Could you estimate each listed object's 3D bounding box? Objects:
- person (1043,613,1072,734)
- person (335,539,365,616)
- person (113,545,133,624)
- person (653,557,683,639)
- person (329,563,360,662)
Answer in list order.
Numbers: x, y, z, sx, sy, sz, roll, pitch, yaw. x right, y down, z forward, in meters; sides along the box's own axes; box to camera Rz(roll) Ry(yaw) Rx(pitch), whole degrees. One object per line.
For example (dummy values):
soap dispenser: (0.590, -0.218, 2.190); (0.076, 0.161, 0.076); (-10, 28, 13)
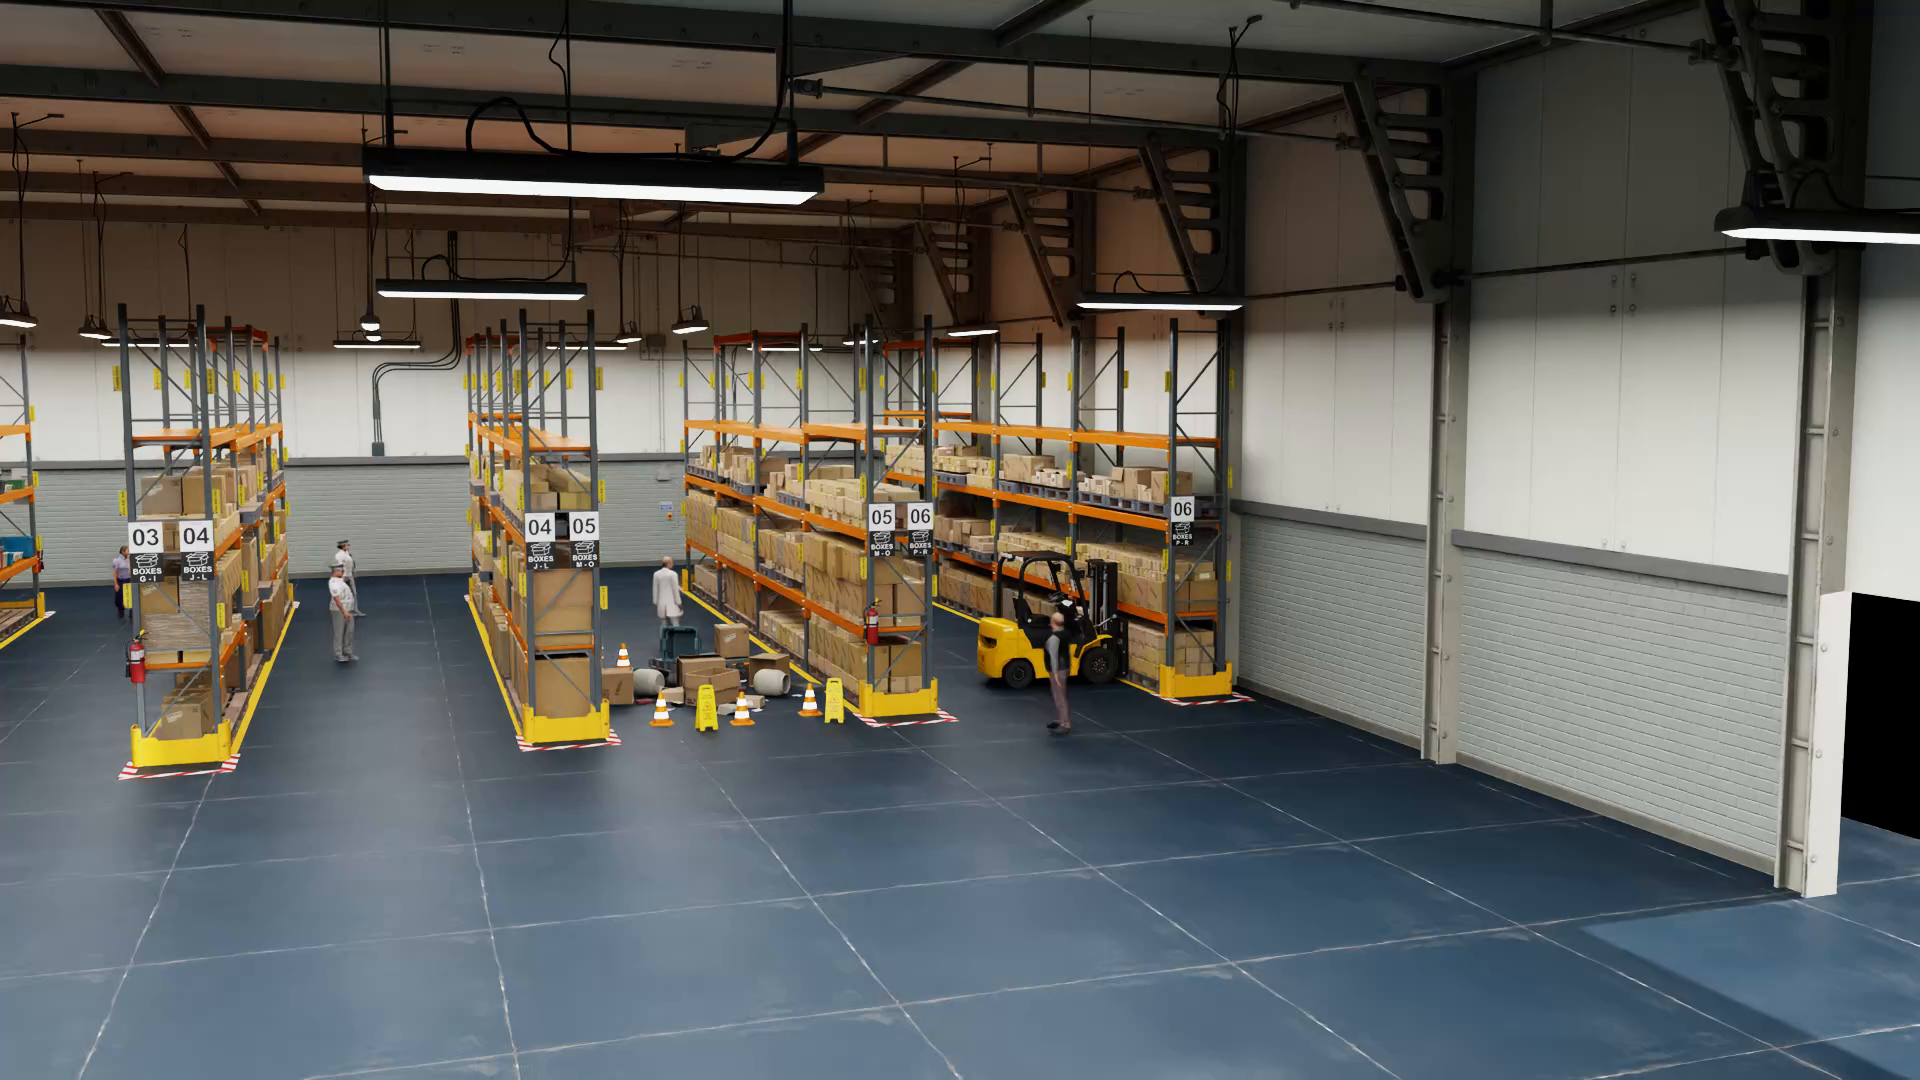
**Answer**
person: (1.410, 1.884, 23.782); (0.428, 1.737, 0.723); (1, 6, 14)
person: (-13.097, 0.807, 35.465); (0.604, 1.669, 0.513); (4, 7, 35)
person: (-17.329, 0.915, 34.564); (0.454, 1.602, 0.665); (-2, 6, -21)
person: (-5.448, 1.194, 31.016); (0.621, 1.782, 0.652); (1, 6, 11)
person: (-11.092, 1.311, 29.934); (0.546, 1.788, 0.616); (1, 6, 13)
